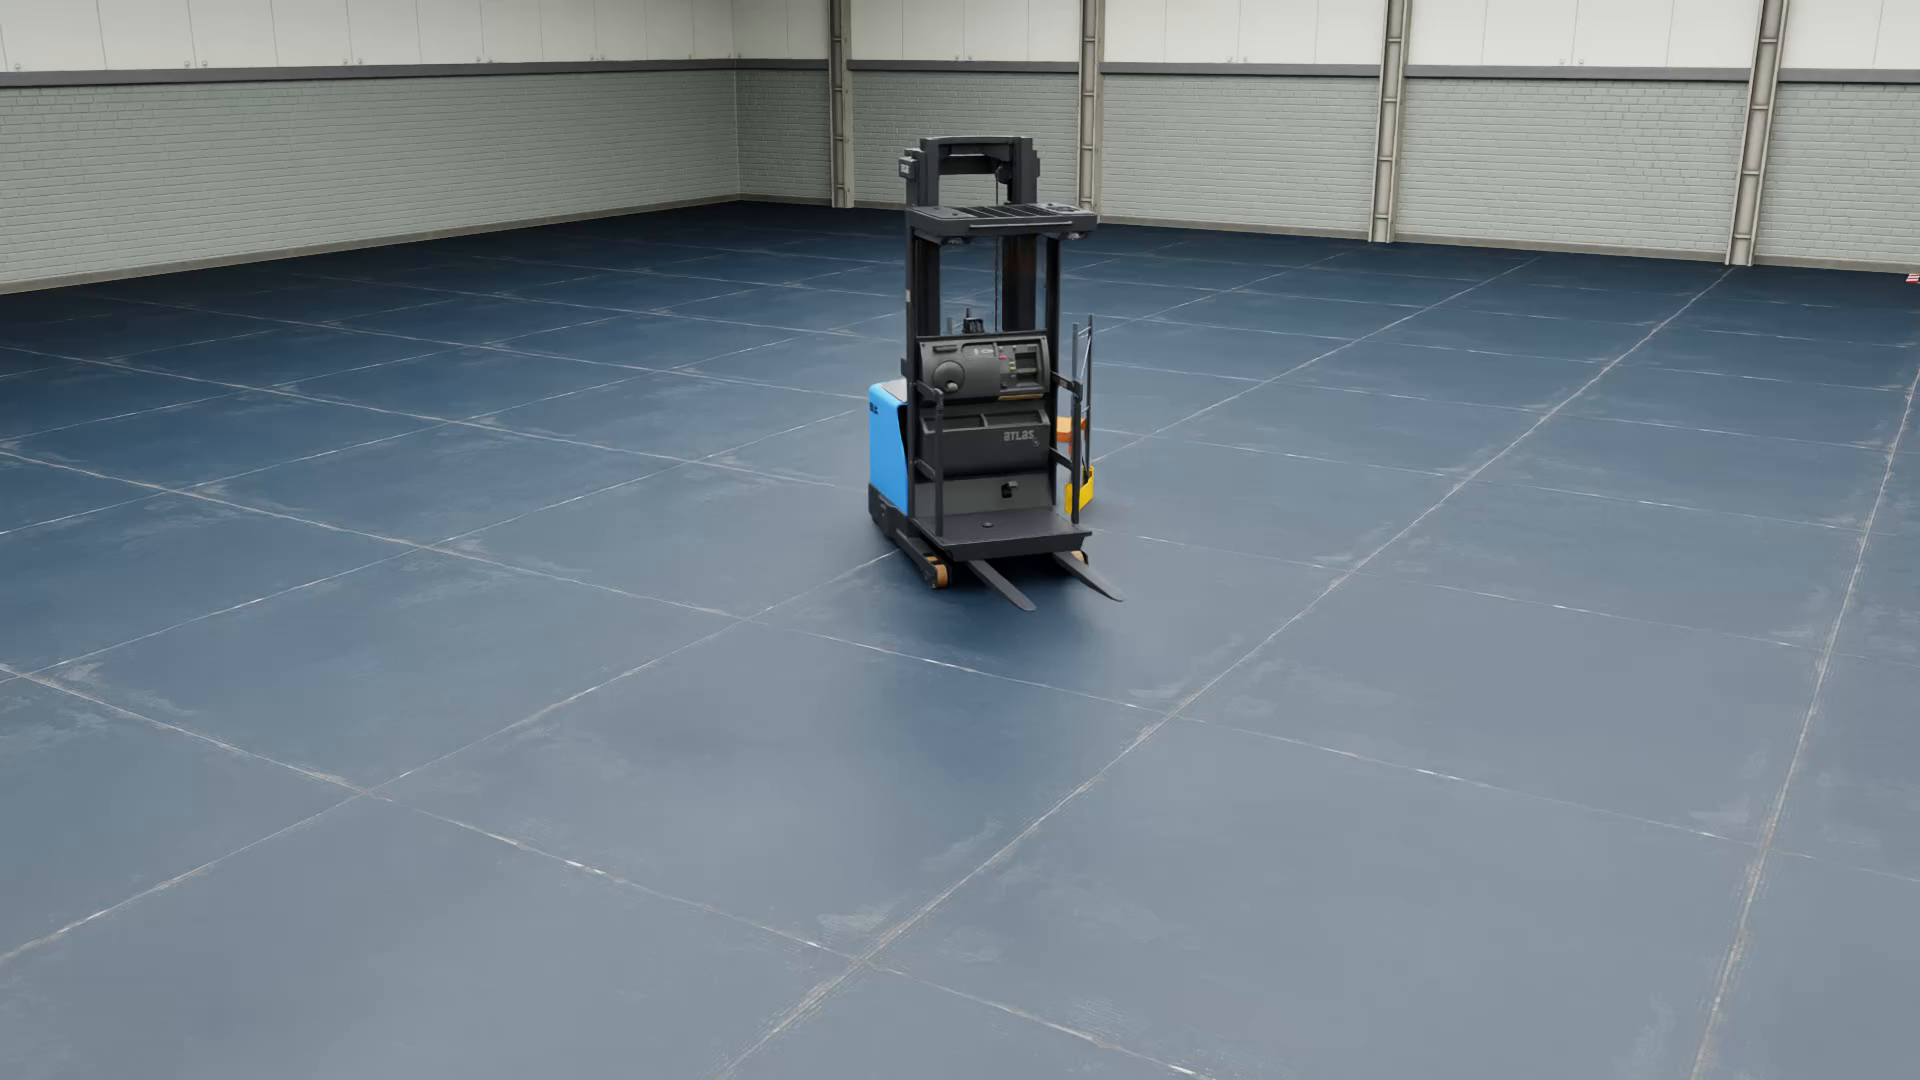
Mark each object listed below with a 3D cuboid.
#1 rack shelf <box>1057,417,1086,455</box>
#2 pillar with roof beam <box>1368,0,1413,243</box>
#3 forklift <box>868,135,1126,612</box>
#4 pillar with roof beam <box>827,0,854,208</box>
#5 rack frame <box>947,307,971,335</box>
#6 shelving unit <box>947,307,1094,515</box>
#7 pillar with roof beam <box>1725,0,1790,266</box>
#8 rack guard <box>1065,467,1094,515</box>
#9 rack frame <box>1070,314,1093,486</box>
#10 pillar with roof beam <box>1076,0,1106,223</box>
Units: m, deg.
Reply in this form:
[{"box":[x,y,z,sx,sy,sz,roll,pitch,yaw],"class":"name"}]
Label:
[{"box":[0.473,-0.870,13.284,1.000,0.185,0.538,6,18,18],"class":"rack shelf"},{"box":[5.422,-8.679,25.472,0.400,9.000,9.100,10,20,30],"class":"pillar with roof beam"},{"box":[0.244,-1.204,11.301,1.130,2.935,3.031,-6,18,-18],"class":"forklift"},{"box":[-4.804,-10.505,31.481,0.400,9.000,9.100,10,20,30],"class":"pillar with roof beam"},{"box":[-0.007,-1.091,13.392,0.032,1.500,0.500,6,18,18],"class":"rack frame"},{"box":[0.481,-1.041,13.229,1.083,1.500,0.587,6,18,18],"class":"shelving unit"},{"box":[10.534,-7.767,22.468,0.400,9.000,9.100,10,20,30],"class":"pillar with roof beam"},{"box":[0.951,-0.396,13.253,0.087,0.250,0.587,6,18,18],"class":"rack guard"},{"box":[0.953,-0.993,13.071,0.032,1.500,0.500,6,18,18],"class":"rack frame"},{"box":[0.309,-9.592,28.477,0.400,9.000,9.100,10,20,30],"class":"pillar with roof beam"}]
